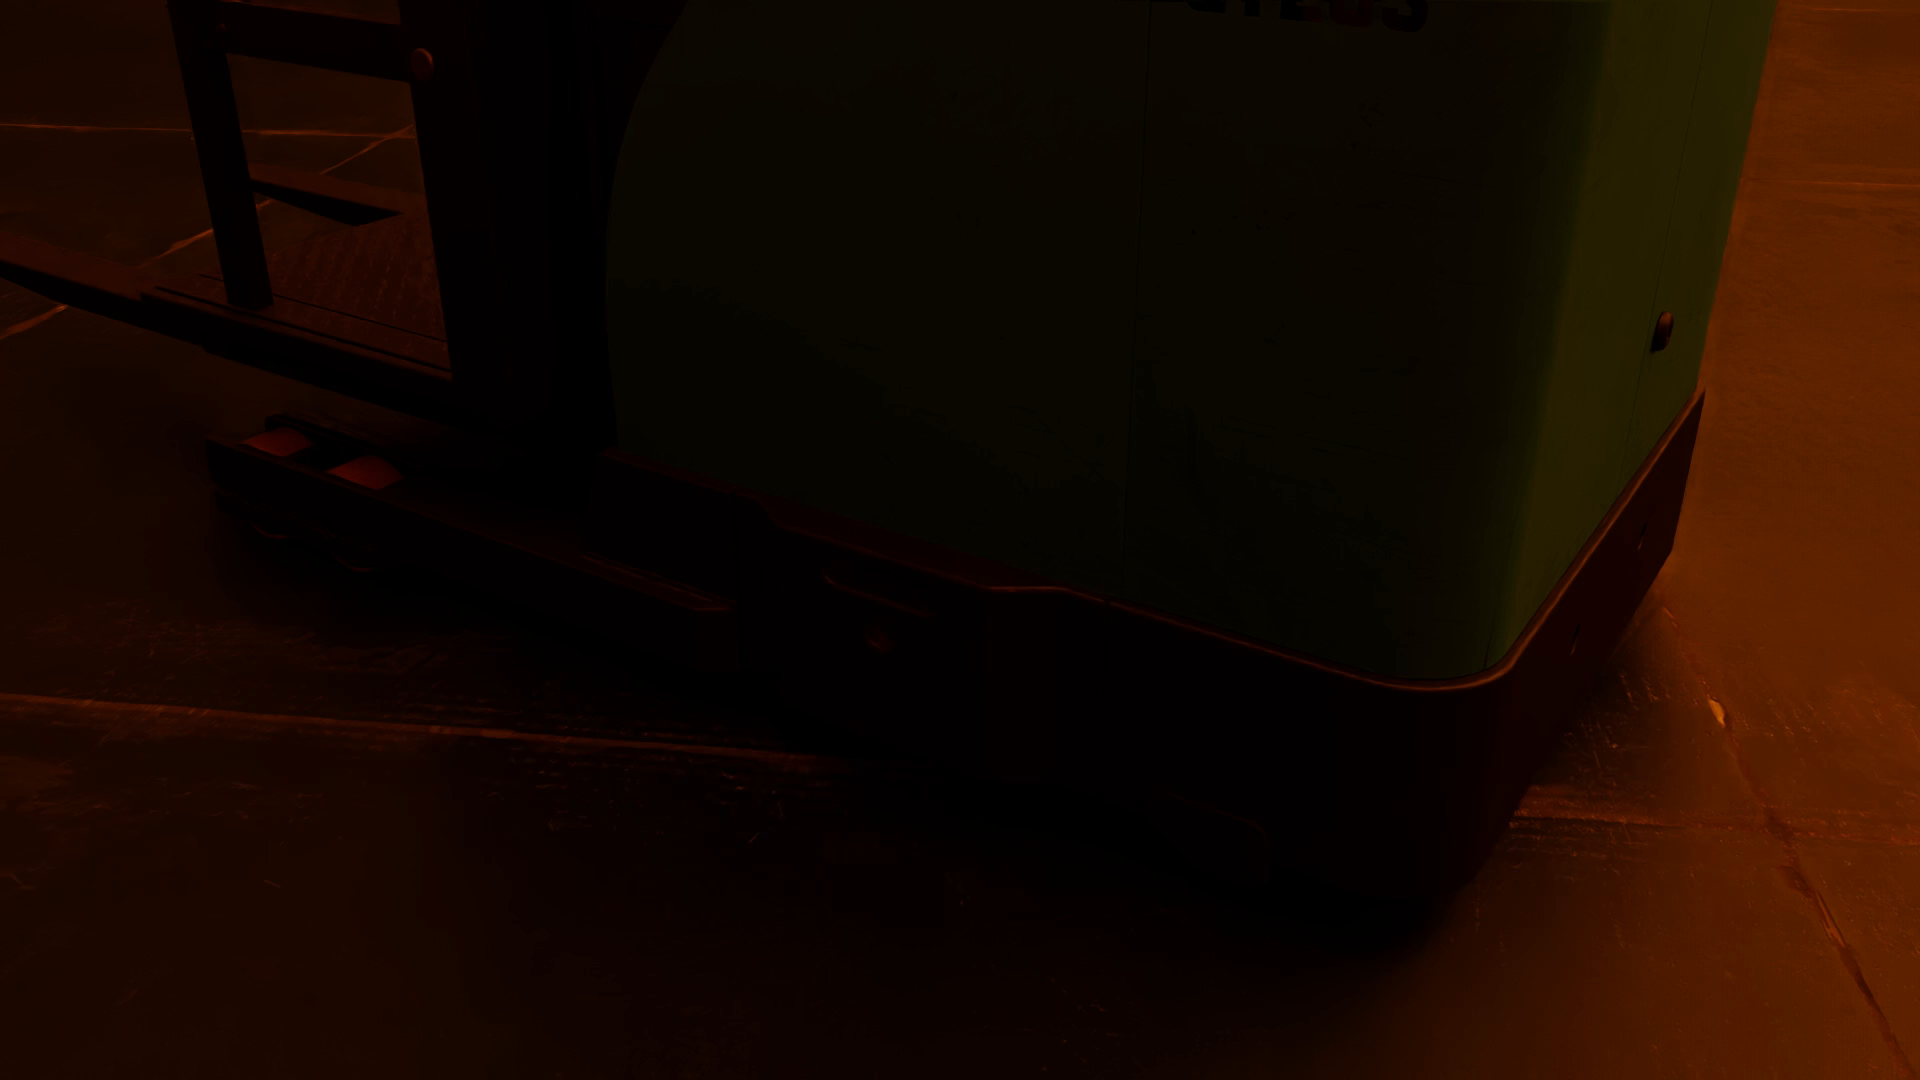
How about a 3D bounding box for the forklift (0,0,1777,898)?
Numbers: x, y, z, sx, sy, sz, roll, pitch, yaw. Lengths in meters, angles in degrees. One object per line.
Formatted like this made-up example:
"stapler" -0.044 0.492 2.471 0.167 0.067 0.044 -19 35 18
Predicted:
"forklift" -0.514 -1.443 2.110 3.031 2.935 1.130 16 31 29
